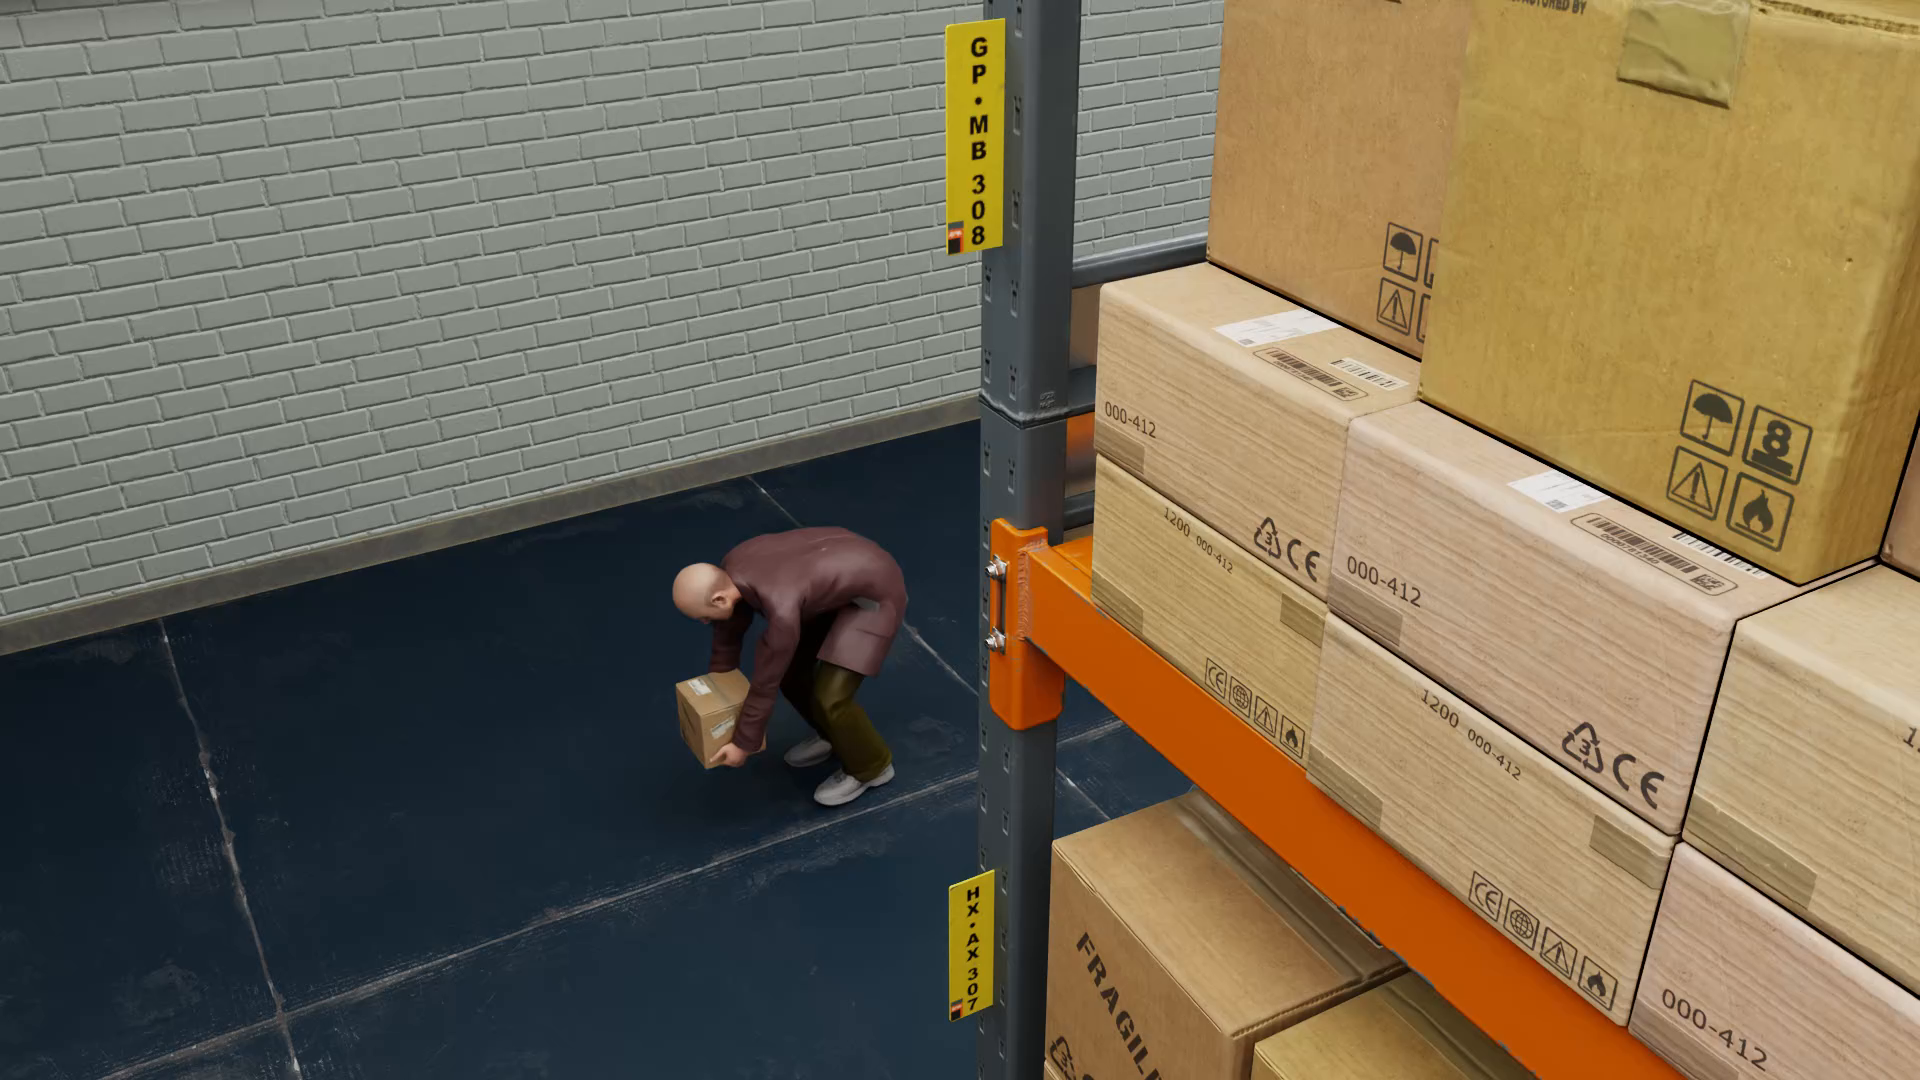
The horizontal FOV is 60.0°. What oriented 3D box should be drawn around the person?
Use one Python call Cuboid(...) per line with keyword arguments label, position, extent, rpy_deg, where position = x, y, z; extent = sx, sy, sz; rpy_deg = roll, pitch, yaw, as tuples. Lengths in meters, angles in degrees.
Cuboid(label="person", position=(-0.642, 0.491, 6.407), extent=(0.928, 1.138, 0.586), rpy_deg=(-17, 33, -29))
